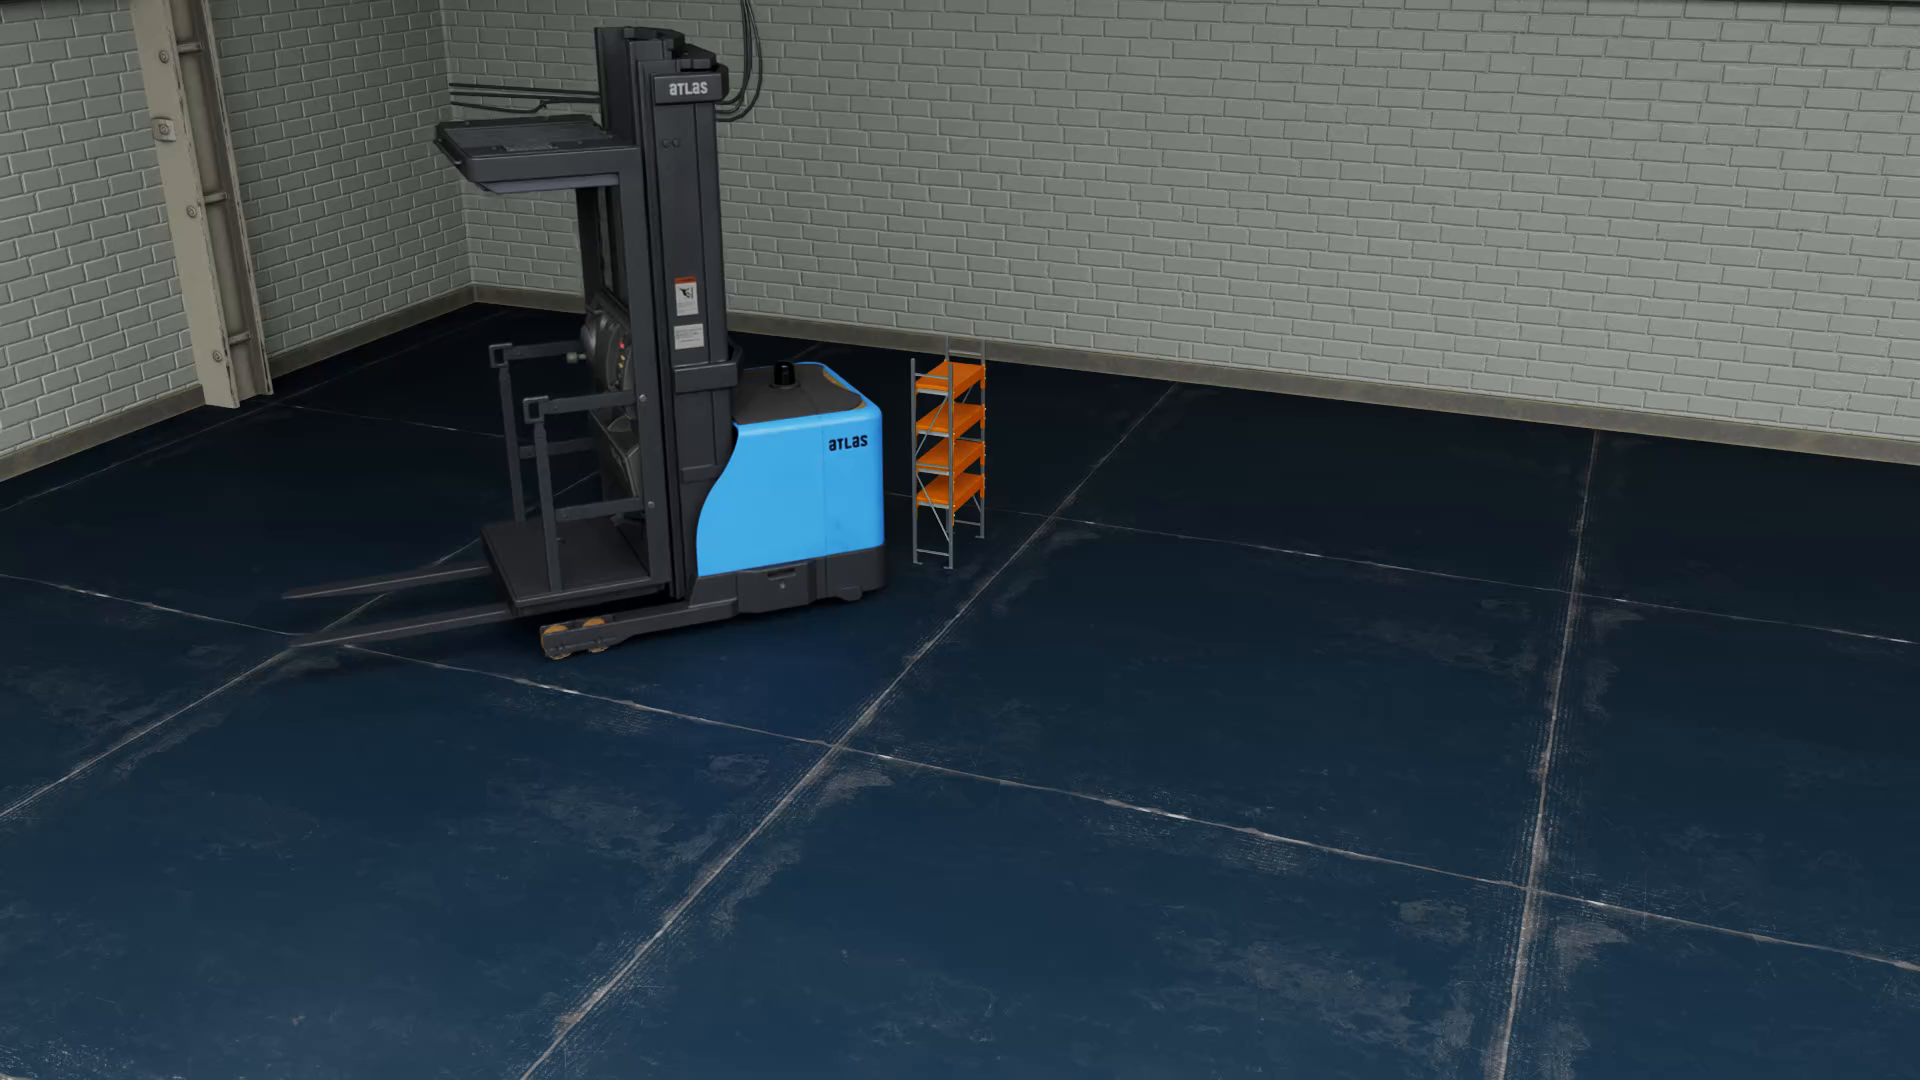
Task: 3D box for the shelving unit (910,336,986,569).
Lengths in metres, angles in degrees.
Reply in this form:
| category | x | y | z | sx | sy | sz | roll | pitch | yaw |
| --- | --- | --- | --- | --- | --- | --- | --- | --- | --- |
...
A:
| category | x | y | z | sx | sy | sz | roll | pitch | yaw |
| --- | --- | --- | --- | --- | --- | --- | --- | --- | --- |
| shelving unit | -0.061 | -0.494 | 9.377 | 0.258 | 1.200 | 0.503 | 9 | 24 | 20 |

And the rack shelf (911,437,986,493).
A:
| category | x | y | z | sx | sy | sz | roll | pitch | yaw |
| --- | --- | --- | --- | --- | --- | --- | --- | --- | --- |
| rack shelf | -0.061 | -0.432 | 9.403 | 0.258 | 0.148 | 0.480 | 9 | 24 | 20 |

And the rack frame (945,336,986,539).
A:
| category | x | y | z | sx | sy | sz | roll | pitch | yaw |
| --- | --- | --- | --- | --- | --- | --- | --- | --- | --- |
| rack frame | 0.029 | -0.582 | 9.586 | 0.240 | 1.200 | 0.015 | 9 | 24 | 20 |

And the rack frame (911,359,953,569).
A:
| category | x | y | z | sx | sy | sz | roll | pitch | yaw |
| --- | --- | --- | --- | --- | --- | --- | --- | --- | --- |
| rack frame | -0.152 | -0.407 | 9.168 | 0.240 | 1.200 | 0.015 | 9 | 24 | 20 |

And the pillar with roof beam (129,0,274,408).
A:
| category | x | y | z | sx | sy | sz | roll | pitch | yaw |
| --- | --- | --- | --- | --- | --- | --- | --- | --- | --- |
| pillar with roof beam | -1.317 | -4.581 | 9.041 | 9.100 | 9.000 | 0.400 | 9 | 24 | 20 |

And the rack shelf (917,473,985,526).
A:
| category | x | y | z | sx | sy | sz | roll | pitch | yaw |
| --- | --- | --- | --- | --- | --- | --- | --- | --- | --- |
| rack shelf | -0.061 | -0.249 | 9.479 | 0.258 | 0.148 | 0.480 | 9 | 24 | 20 |

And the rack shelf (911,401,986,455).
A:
| category | x | y | z | sx | sy | sz | roll | pitch | yaw |
| --- | --- | --- | --- | --- | --- | --- | --- | --- | --- |
| rack shelf | -0.061 | -0.639 | 9.317 | 0.258 | 0.148 | 0.480 | 9 | 24 | 20 |

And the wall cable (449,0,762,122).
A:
| category | x | y | z | sx | sy | sz | roll | pitch | yaw |
| --- | --- | --- | --- | --- | --- | --- | --- | --- | --- |
| wall cable | -2.992 | -4.629 | 13.185 | 3.097 | 2.526 | 0.112 | 9 | 24 | 20 |

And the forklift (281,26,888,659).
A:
| category | x | y | z | sx | sy | sz | roll | pitch | yaw |
| --- | --- | --- | --- | --- | --- | --- | --- | --- | --- |
| forklift | -1.955 | -0.988 | 8.311 | 3.031 | 2.935 | 1.130 | -10 | 25 | -22 |

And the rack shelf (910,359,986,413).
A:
| category | x | y | z | sx | sy | sz | roll | pitch | yaw |
| --- | --- | --- | --- | --- | --- | --- | --- | --- | --- |
| rack shelf | -0.062 | -0.857 | 9.225 | 0.258 | 0.148 | 0.480 | 9 | 24 | 20 |
